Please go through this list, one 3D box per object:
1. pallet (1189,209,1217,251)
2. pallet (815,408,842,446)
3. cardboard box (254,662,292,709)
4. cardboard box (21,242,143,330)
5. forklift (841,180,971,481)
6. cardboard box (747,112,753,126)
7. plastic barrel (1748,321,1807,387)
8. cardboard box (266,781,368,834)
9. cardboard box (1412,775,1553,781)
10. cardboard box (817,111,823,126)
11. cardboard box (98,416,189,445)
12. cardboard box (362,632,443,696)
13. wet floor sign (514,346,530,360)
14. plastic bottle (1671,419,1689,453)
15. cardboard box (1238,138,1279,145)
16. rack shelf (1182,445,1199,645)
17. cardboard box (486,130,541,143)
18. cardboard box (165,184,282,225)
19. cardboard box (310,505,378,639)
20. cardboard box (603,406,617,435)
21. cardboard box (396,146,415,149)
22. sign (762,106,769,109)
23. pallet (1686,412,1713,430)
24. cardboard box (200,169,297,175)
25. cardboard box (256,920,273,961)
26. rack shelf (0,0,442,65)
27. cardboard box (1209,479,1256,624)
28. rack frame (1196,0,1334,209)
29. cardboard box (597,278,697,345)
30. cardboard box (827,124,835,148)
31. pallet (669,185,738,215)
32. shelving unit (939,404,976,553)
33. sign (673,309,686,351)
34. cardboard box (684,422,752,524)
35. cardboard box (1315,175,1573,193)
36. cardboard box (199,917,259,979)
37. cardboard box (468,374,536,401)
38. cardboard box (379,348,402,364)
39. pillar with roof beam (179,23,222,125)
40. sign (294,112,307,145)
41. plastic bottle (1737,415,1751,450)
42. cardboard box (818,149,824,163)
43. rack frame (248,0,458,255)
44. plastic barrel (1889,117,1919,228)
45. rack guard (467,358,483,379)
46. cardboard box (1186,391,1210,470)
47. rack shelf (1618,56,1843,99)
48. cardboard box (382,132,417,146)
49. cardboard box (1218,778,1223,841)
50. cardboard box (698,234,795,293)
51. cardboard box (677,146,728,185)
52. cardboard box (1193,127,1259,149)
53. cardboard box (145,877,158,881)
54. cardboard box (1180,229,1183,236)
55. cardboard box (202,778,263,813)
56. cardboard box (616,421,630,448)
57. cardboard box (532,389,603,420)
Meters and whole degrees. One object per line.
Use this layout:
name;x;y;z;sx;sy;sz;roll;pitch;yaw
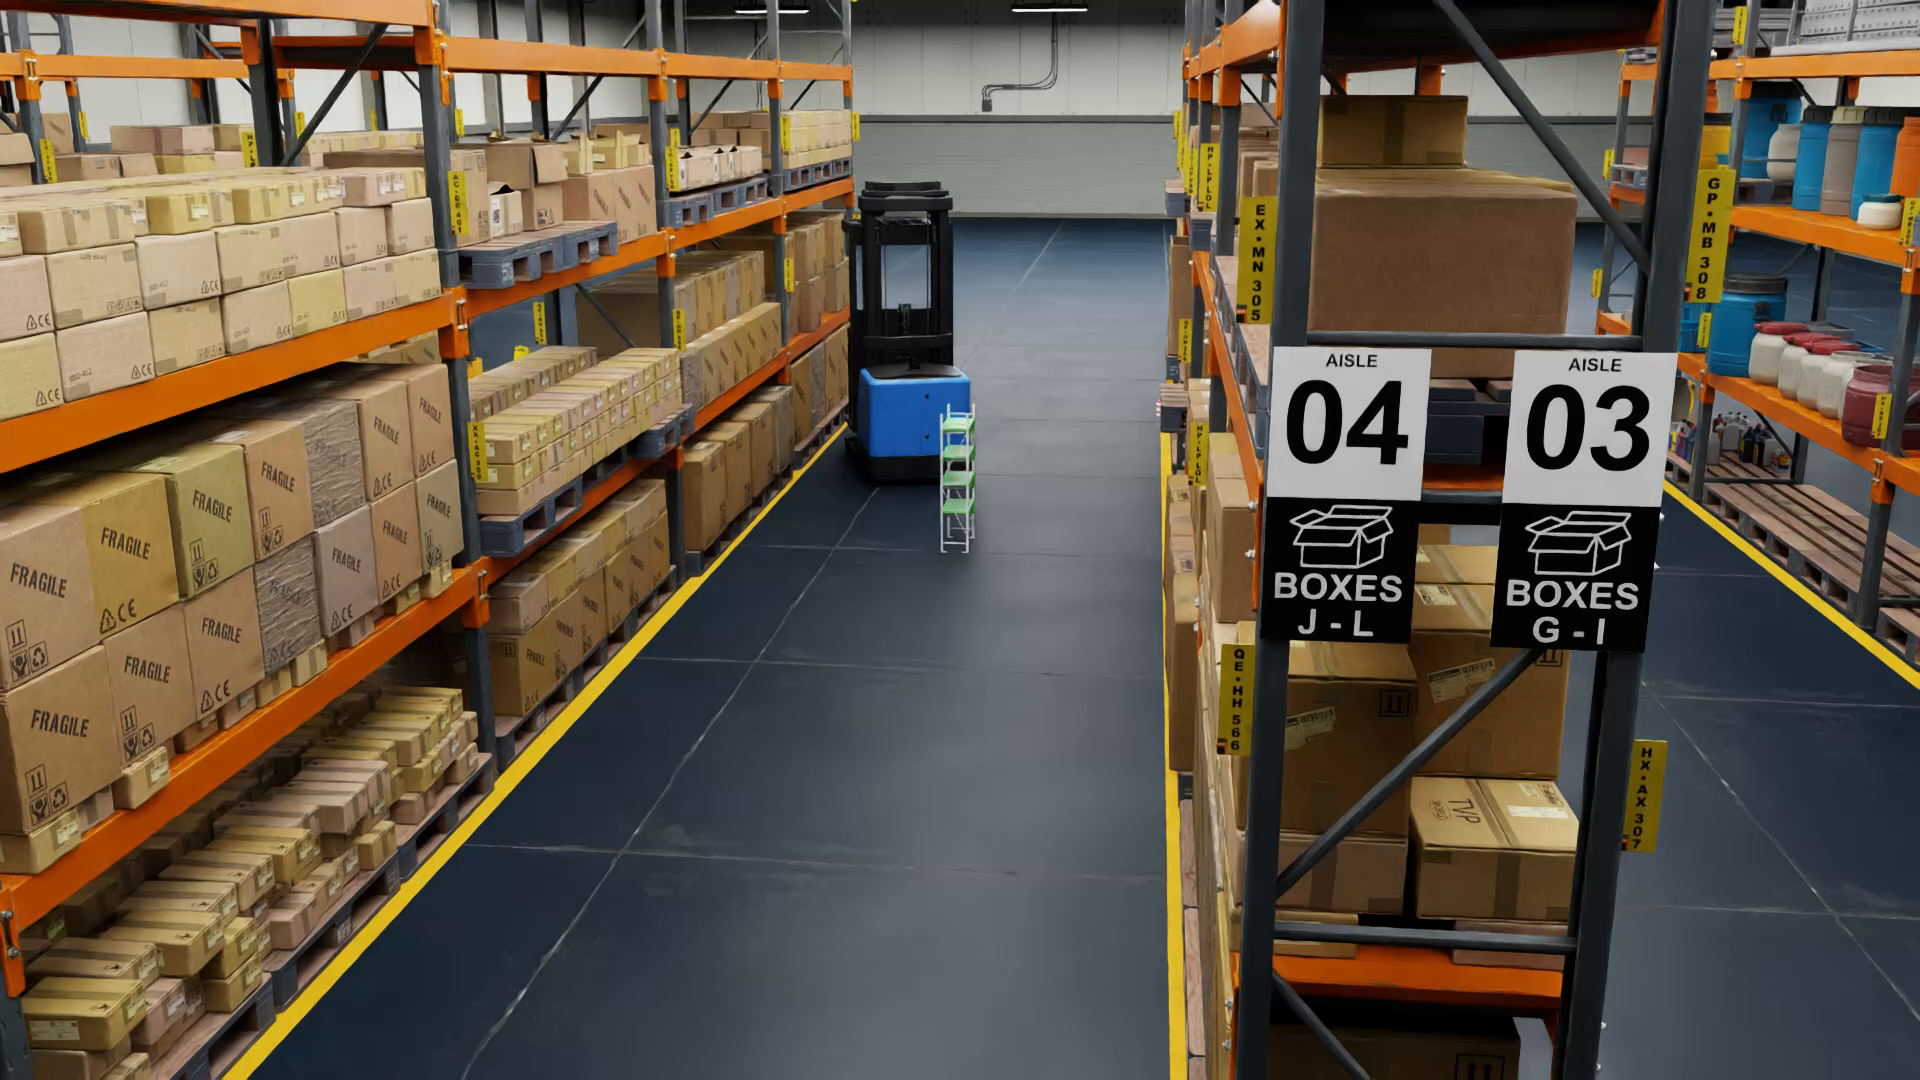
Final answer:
pallet;2.189;-2.127;11.397;1.213;0.211;1.003;2;15;9
pallet;-1.958;-1.315;19.120;1.003;0.211;1.213;2;15;6
cardboard box;-3.123;0.605;7.161;0.380;0.149;0.250;2;15;8
cardboard box;-3.245;-0.895;5.808;0.500;0.250;0.500;2;15;6
forklift;-0.659;-2.347;17.726;1.130;2.935;3.031;-3;15;-10
cardboard box;-2.419;-4.478;17.688;0.380;0.149;0.250;2;15;6
plastic barrel;7.255;-1.654;14.773;0.433;0.535;0.433;0;15;0
cardboard box;-3.015;1.253;7.799;0.380;0.149;0.250;1;15;4
cardboard box;1.680;0.813;5.625;0.500;0.250;0.500;2;15;6
cardboard box;-1.707;-4.590;18.102;0.380;0.149;0.250;2;15;6
cardboard box;-3.643;-0.241;7.128;0.500;0.500;0.500;1;15;4
cardboard box;-3.326;0.731;10.197;0.500;0.500;0.500;1;15;5
wet floor sign;-5.651;-2.187;21.513;0.267;0.644;0.232;7;17;25
plastic bottle;7.426;-1.073;17.116;0.144;0.351;0.185;2;15;6
cardboard box;2.211;-2.479;11.335;0.797;0.503;0.637;3;15;10
rack shelf;1.983;-0.073;10.563;1.077;0.370;4.000;2;15;6
cardboard box;-3.076;-2.679;11.419;0.396;0.266;0.258;2;15;6
cardboard box;-3.052;-1.391;6.880;0.380;0.149;0.250;1;15;5
cardboard box;-3.051;0.132;7.666;0.500;0.500;0.500;2;15;6
cardboard box;-2.484;-0.793;10.955;0.380;0.149;0.250;1;15;5
cardboard box;-6.637;-4.419;19.229;0.500;0.250;0.500;2;15;8
sign;-2.356;-5.112;20.248;0.100;0.325;0.005;2;15;6
pallet;7.974;-1.290;19.029;1.003;0.211;1.213;2;15;6
cardboard box;-3.497;-1.745;8.188;0.380;0.149;0.250;1;15;4
cardboard box;-3.193;1.744;7.123;0.380;0.149;0.250;2;15;6
rack shelf;-3.385;-2.102;6.581;1.077;0.370;4.000;2;15;6
cardboard box;1.332;0.045;7.031;0.500;0.500;0.500;1;15;4
rack frame;2.209;-3.835;11.604;1.000;3.000;0.127;2;15;6
cardboard box;-2.592;-1.889;13.796;0.700;0.500;0.500;1;15;5
cardboard box;-1.698;-4.561;18.758;0.500;0.250;0.500;2;15;6
pallet;-2.565;-2.927;14.354;1.003;0.211;1.213;2;15;9
shelving unit;-0.019;-0.536;14.347;0.258;1.200;0.503;2;15;6
sign;-2.168;-1.618;12.834;0.100;0.325;0.005;2;15;6
cardboard box;-2.455;-0.610;14.677;1.050;0.750;0.750;2;15;7
cardboard box;1.495;-0.890;5.273;0.700;0.500;0.500;1;15;4
cardboard box;-3.133;1.667;6.839;0.380;0.149;0.250;2;15;8
cardboard box;-3.100;-1.025;11.242;0.380;0.149;0.250;2;15;8
cardboard box;-6.743;-1.924;19.058;0.500;0.500;0.500;3;15;9
pillar with roof beam;-7.687;-7.622;25.611;9.100;9.000;0.400;2;15;6
sign;-6.635;-4.140;16.736;0.100;0.325;0.005;2;15;6
plastic bottle;8.154;-1.120;17.291;0.144;0.351;0.185;2;15;6
cardboard box;-1.707;-4.205;18.206;0.380;0.149;0.250;2;15;7
rack frame;-3.160;-2.970;8.405;1.000;3.000;0.127;2;15;6
plastic barrel;7.512;-2.824;12.792;0.600;0.830;0.708;2;15;6
rack guard;-6.744;-2.079;21.394;1.175;0.500;0.348;2;15;6
cardboard box;1.827;-0.735;11.443;0.500;0.500;0.500;1;15;5
rack shelf;7.807;-4.705;16.966;1.077;0.370;4.000;2;15;6
cardboard box;-6.638;-4.724;19.593;0.380;0.149;0.250;2;15;7
cardboard box;1.105;0.958;5.855;0.380;0.149;0.250;2;15;7
cardboard box;-2.181;-2.837;17.051;0.875;0.550;0.550;2;15;6
cardboard box;-2.294;-3.211;14.220;0.500;0.311;0.500;1;15;5
cardboard box;2.061;-2.941;12.895;0.500;0.500;0.500;2;15;6
cardboard box;-3.685;1.513;7.408;0.380;0.149;0.250;2;15;9
cardboard box;2.492;-2.905;16.983;0.500;0.500;0.500;2;15;6
cardboard box;-3.539;1.238;7.856;0.380;0.149;0.250;1;15;4
cardboard box;-2.457;-0.719;11.250;0.380;0.149;0.250;2;15;8
cardboard box;-2.513;-0.866;10.656;0.380;0.149;0.250;2;15;8
